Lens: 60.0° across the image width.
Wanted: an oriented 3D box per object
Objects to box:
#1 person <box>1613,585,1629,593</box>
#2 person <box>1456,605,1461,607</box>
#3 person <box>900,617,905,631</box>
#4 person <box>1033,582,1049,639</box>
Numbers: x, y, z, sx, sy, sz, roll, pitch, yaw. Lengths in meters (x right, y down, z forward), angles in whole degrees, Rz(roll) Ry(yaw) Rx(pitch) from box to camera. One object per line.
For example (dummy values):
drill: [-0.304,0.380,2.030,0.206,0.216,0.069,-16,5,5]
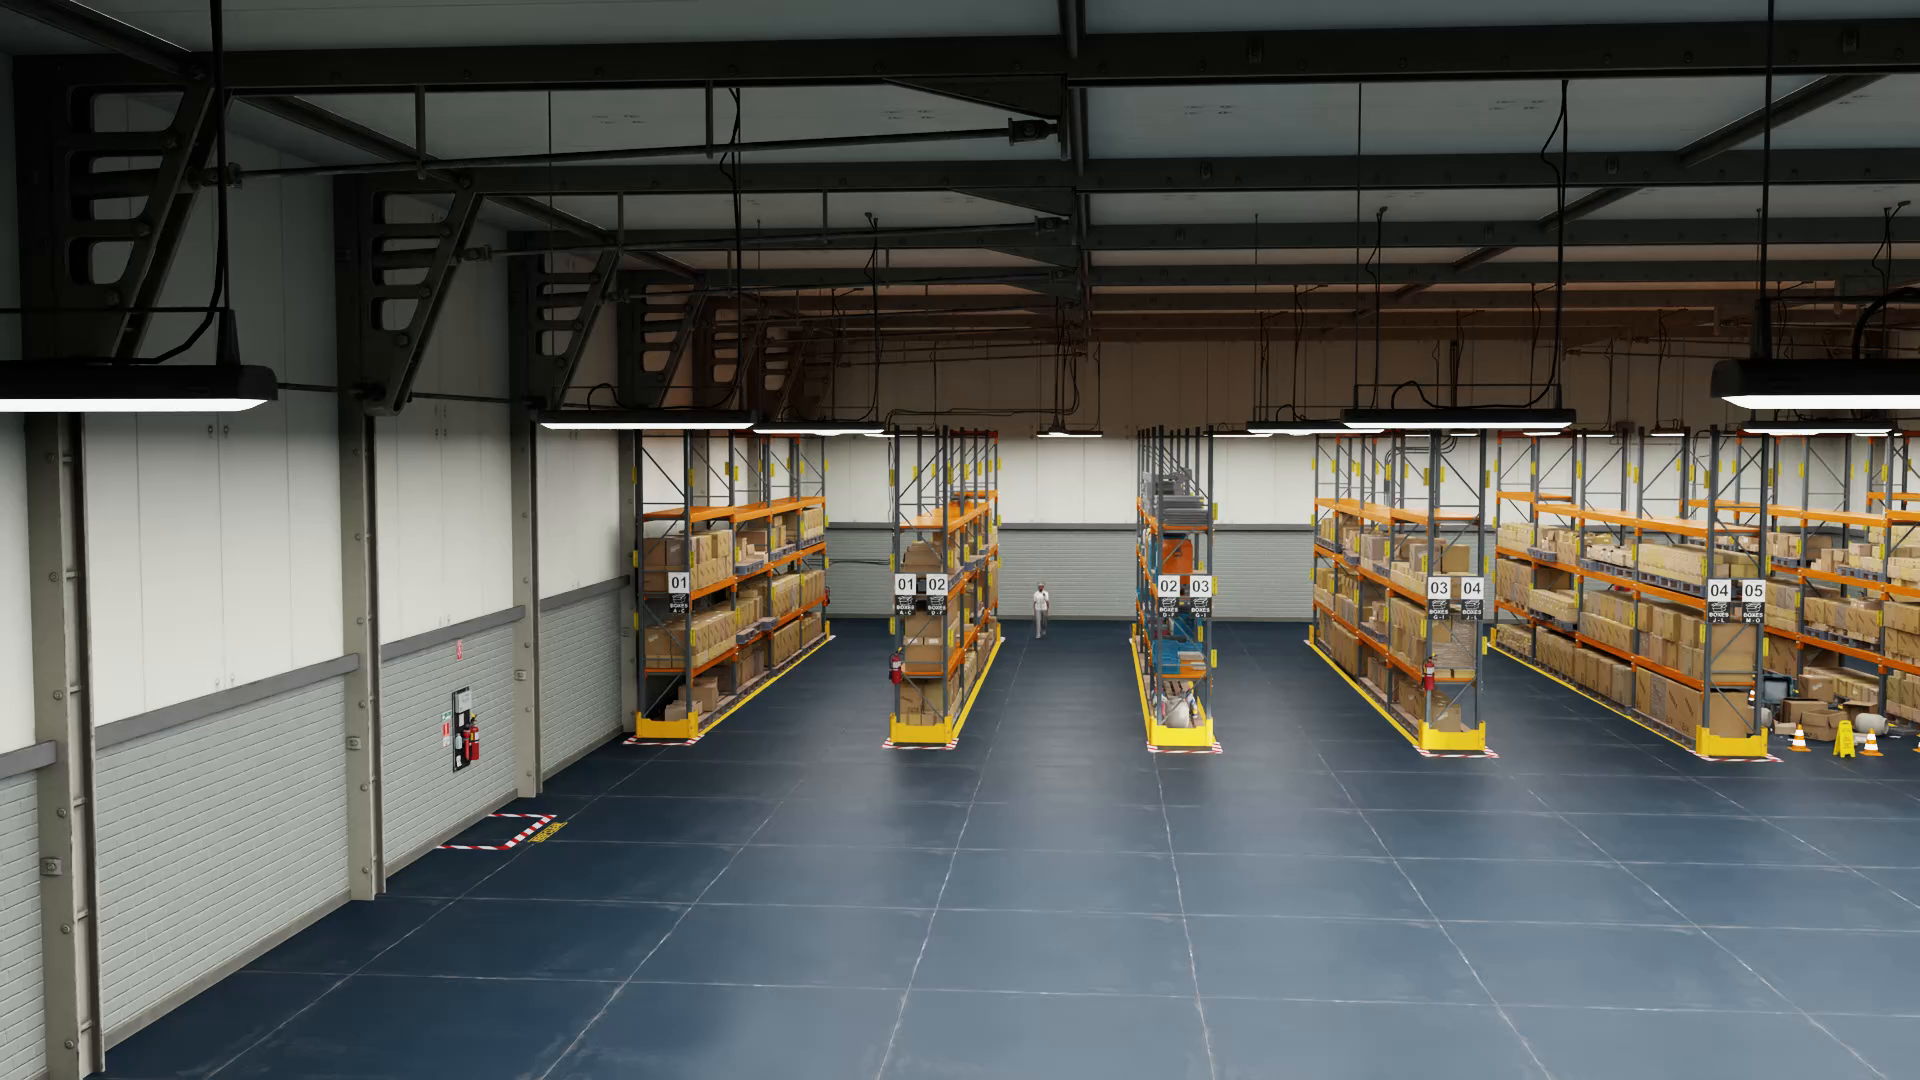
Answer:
person: [19.807,1.849,49.908,0.491,1.717,0.538,-1,4,-15]
person: [11.852,2.441,39.857,0.414,1.776,0.696,-2,4,-24]
person: [-1.576,1.895,48.750,0.628,1.757,0.577,0,3,4]
person: [2.335,2.013,47.958,0.458,1.642,0.951,0,3,-1]
